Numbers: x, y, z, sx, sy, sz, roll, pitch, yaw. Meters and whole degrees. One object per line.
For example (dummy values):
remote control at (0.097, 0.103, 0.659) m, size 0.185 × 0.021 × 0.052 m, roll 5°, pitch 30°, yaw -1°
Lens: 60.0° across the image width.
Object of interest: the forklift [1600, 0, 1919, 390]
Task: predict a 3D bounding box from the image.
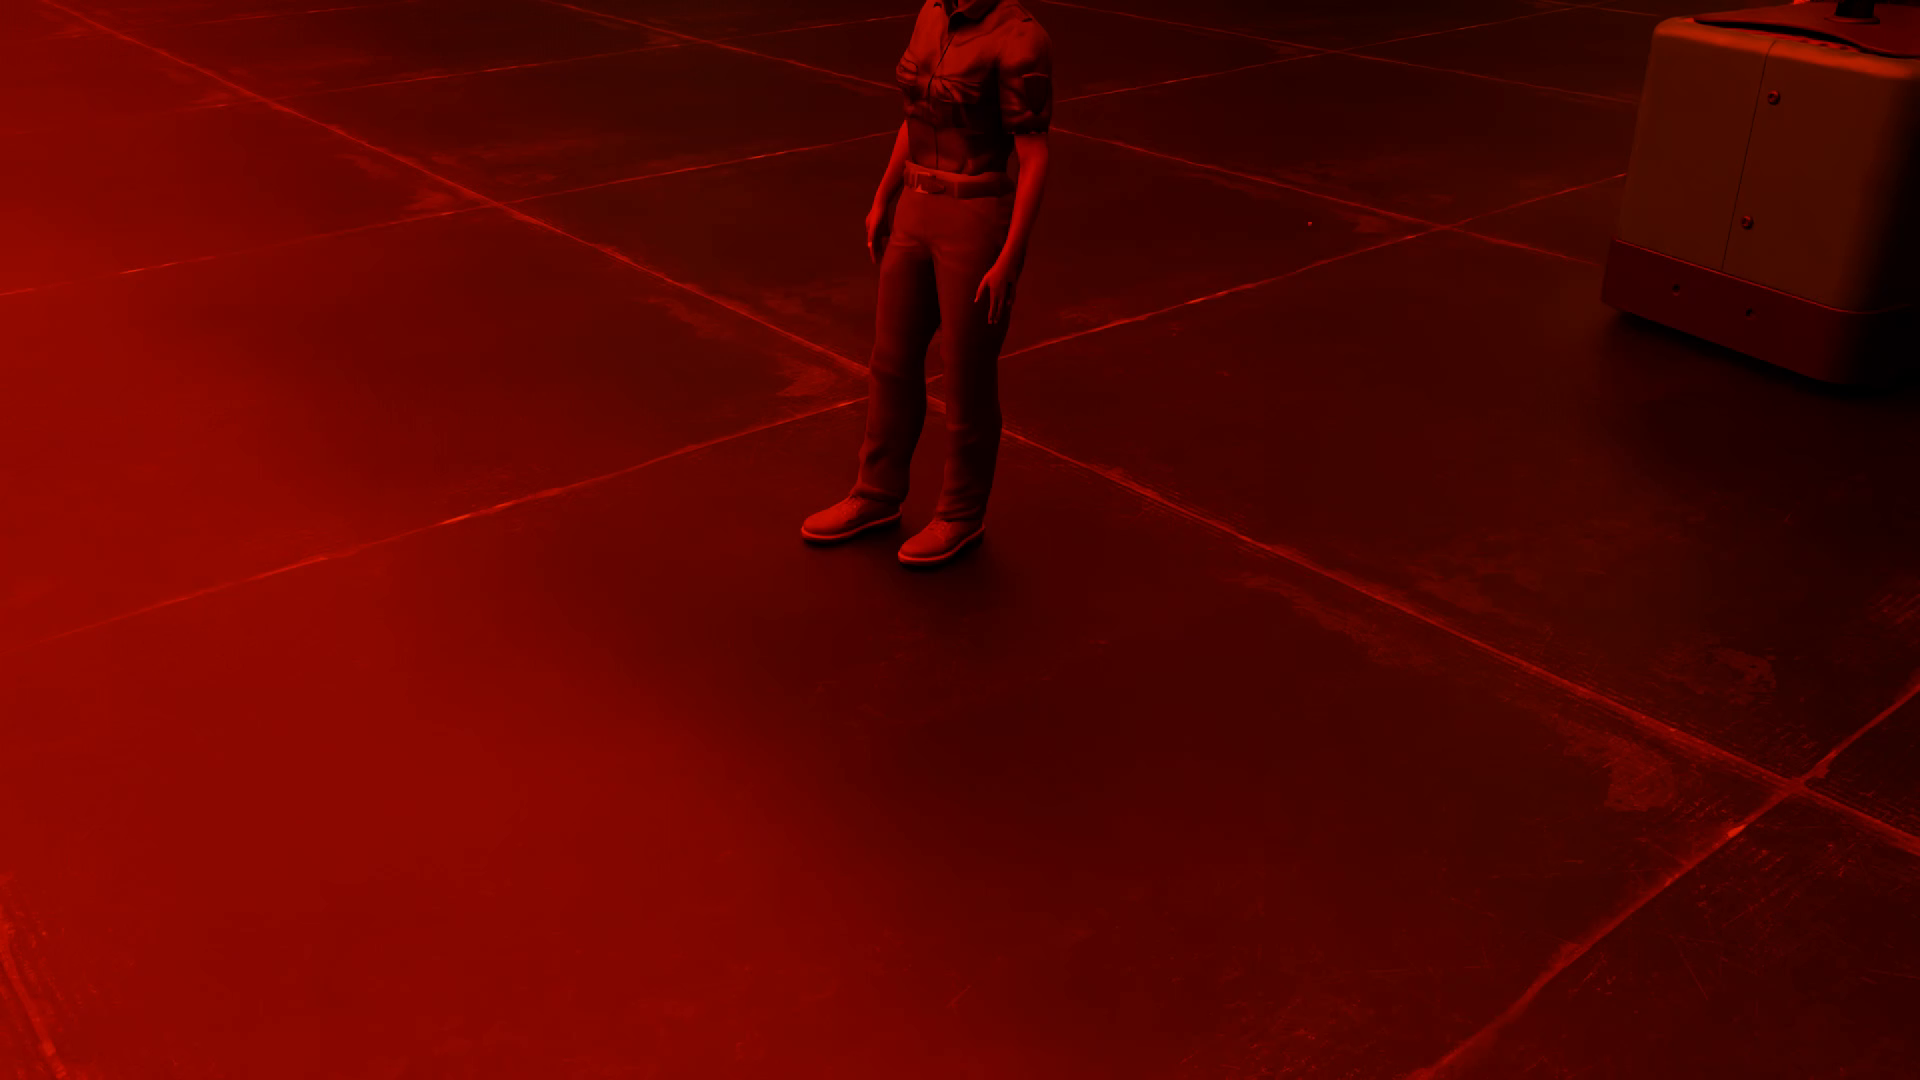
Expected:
forklift at (3.902, -2.254, 5.748) m, size 3.031 × 2.935 × 1.130 m, roll -13°, pitch 29°, yaw -25°

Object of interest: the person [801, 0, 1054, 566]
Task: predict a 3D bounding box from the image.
person at (-0.080, -0.729, 4.094) m, size 0.504 × 1.654 × 0.569 m, roll -20°, pitch 33°, yaw -35°
